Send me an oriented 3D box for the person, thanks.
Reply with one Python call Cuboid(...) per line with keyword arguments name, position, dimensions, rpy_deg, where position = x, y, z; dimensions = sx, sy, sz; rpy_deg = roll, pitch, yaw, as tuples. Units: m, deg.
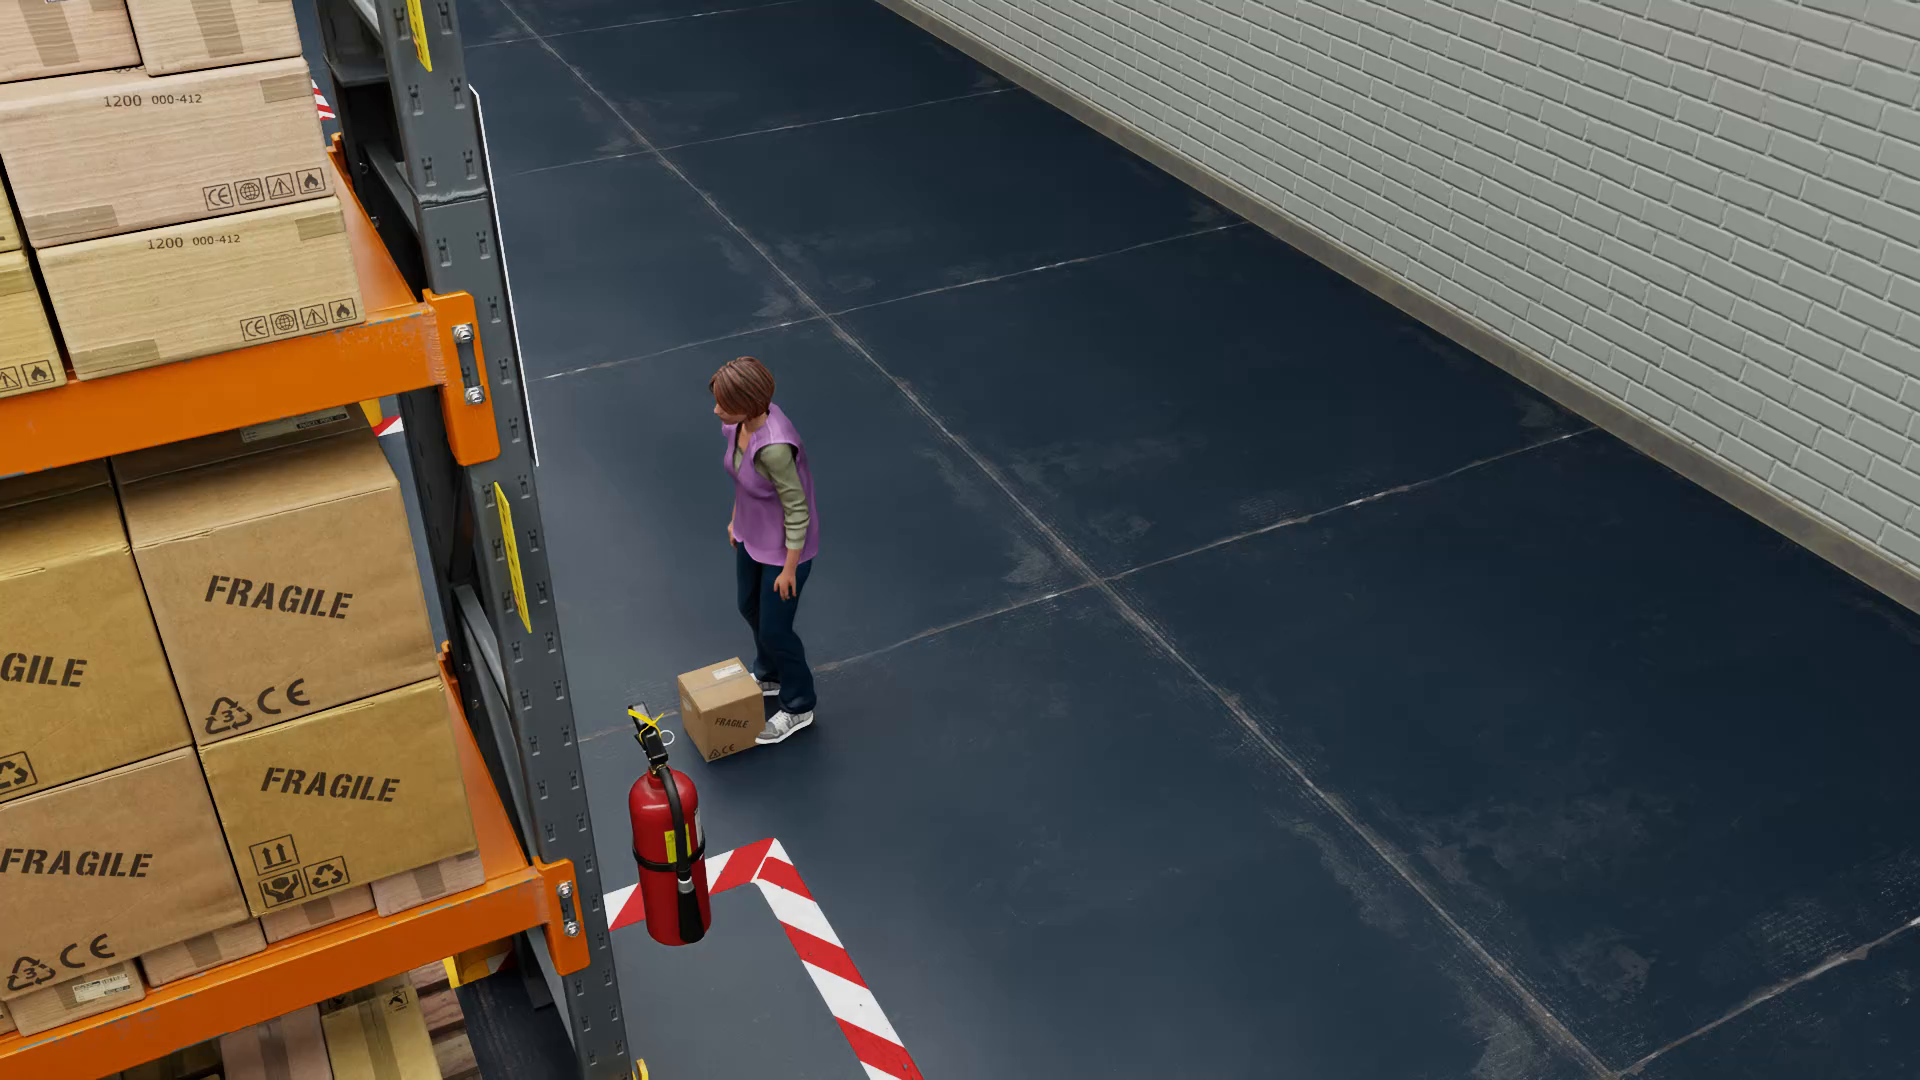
Cuboid(name="person", position=(-0.714, 0.027, 6.111), dimensions=(0.350, 1.591, 0.470), rpy_deg=(-17, 37, -24))
